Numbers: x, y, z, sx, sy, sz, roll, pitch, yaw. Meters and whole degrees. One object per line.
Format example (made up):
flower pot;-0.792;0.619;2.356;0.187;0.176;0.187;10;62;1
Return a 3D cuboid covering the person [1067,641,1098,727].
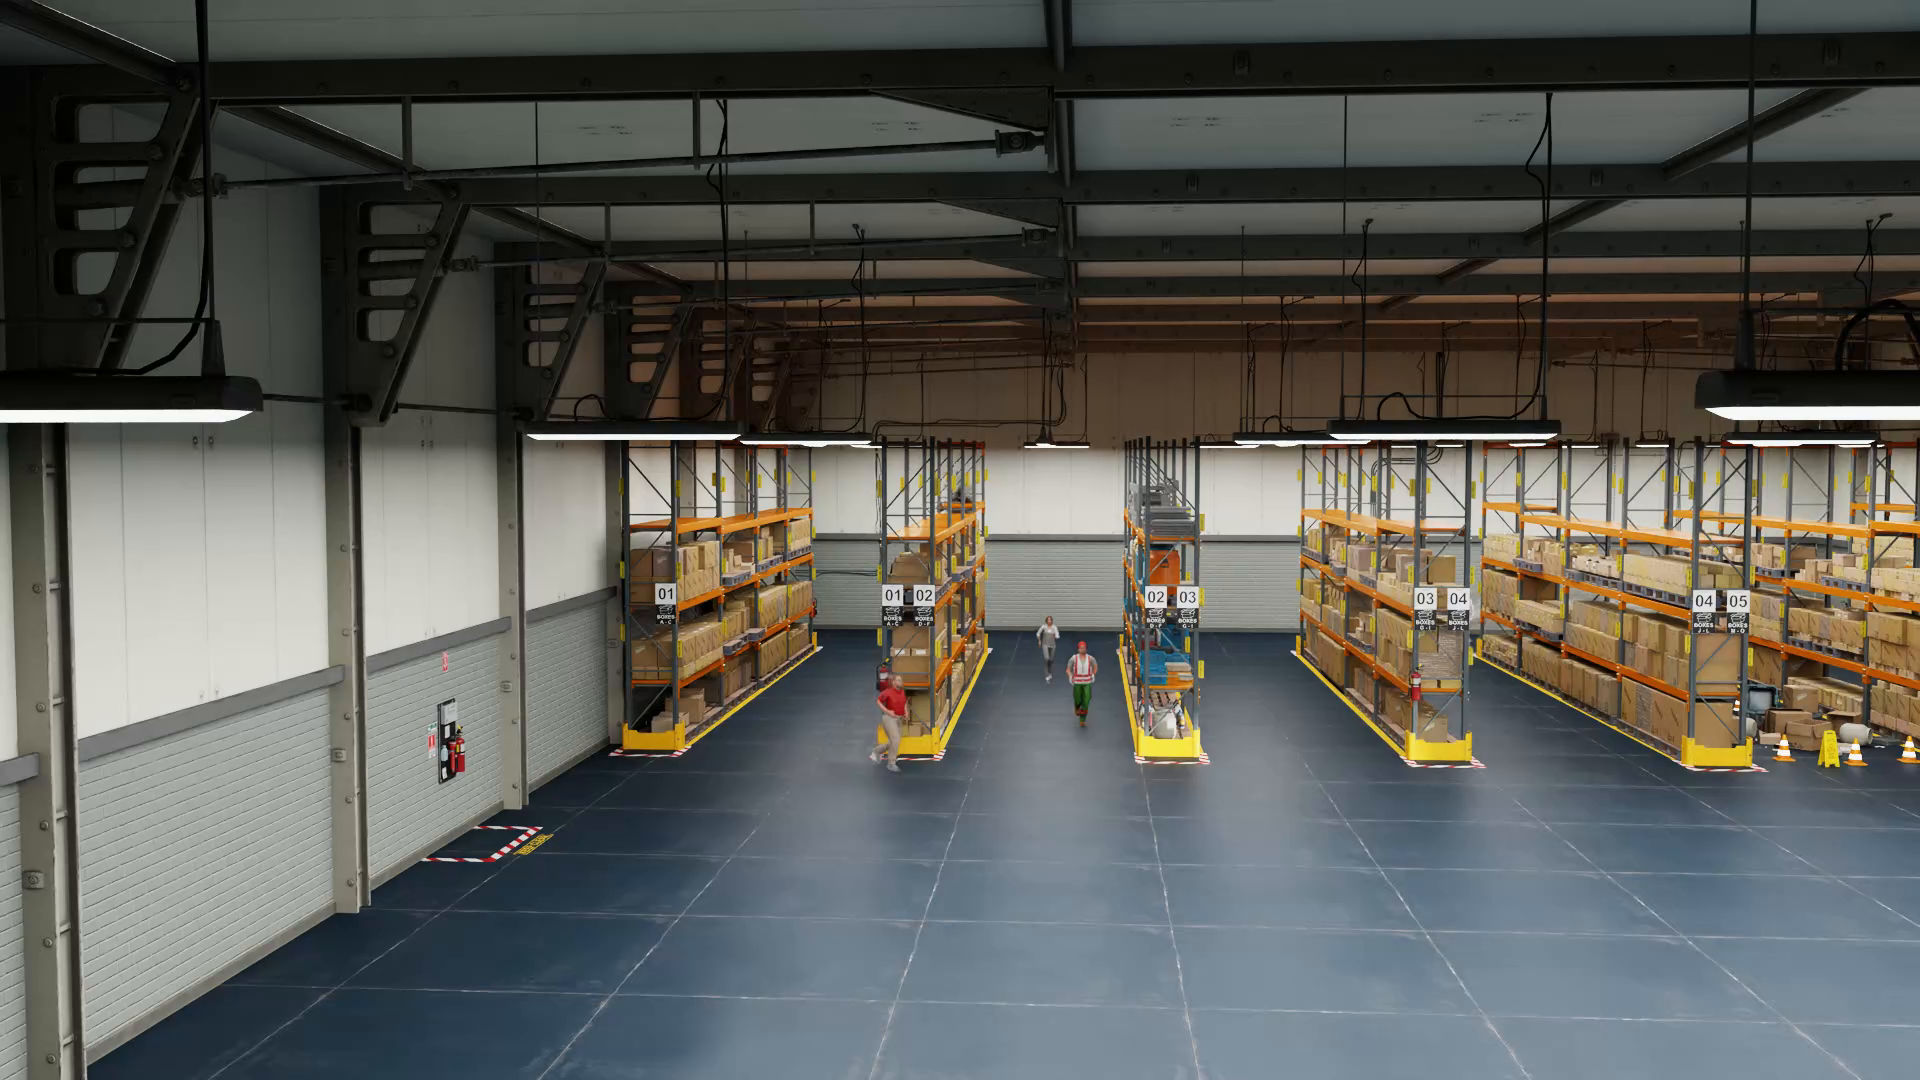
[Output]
person;2.566;2.993;34.792;0.656;1.749;0.704;0;3;-1

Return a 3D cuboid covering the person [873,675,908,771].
person;-1.234;3.322;30.112;0.750;1.634;0.705;3;4;40

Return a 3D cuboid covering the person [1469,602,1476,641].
person;14.291;2.437;47.104;0.831;1.540;0.763;-1;3;-25

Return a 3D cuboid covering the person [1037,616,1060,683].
person;2.203;2.700;41.320;0.507;1.645;0.727;-1;3;-11
